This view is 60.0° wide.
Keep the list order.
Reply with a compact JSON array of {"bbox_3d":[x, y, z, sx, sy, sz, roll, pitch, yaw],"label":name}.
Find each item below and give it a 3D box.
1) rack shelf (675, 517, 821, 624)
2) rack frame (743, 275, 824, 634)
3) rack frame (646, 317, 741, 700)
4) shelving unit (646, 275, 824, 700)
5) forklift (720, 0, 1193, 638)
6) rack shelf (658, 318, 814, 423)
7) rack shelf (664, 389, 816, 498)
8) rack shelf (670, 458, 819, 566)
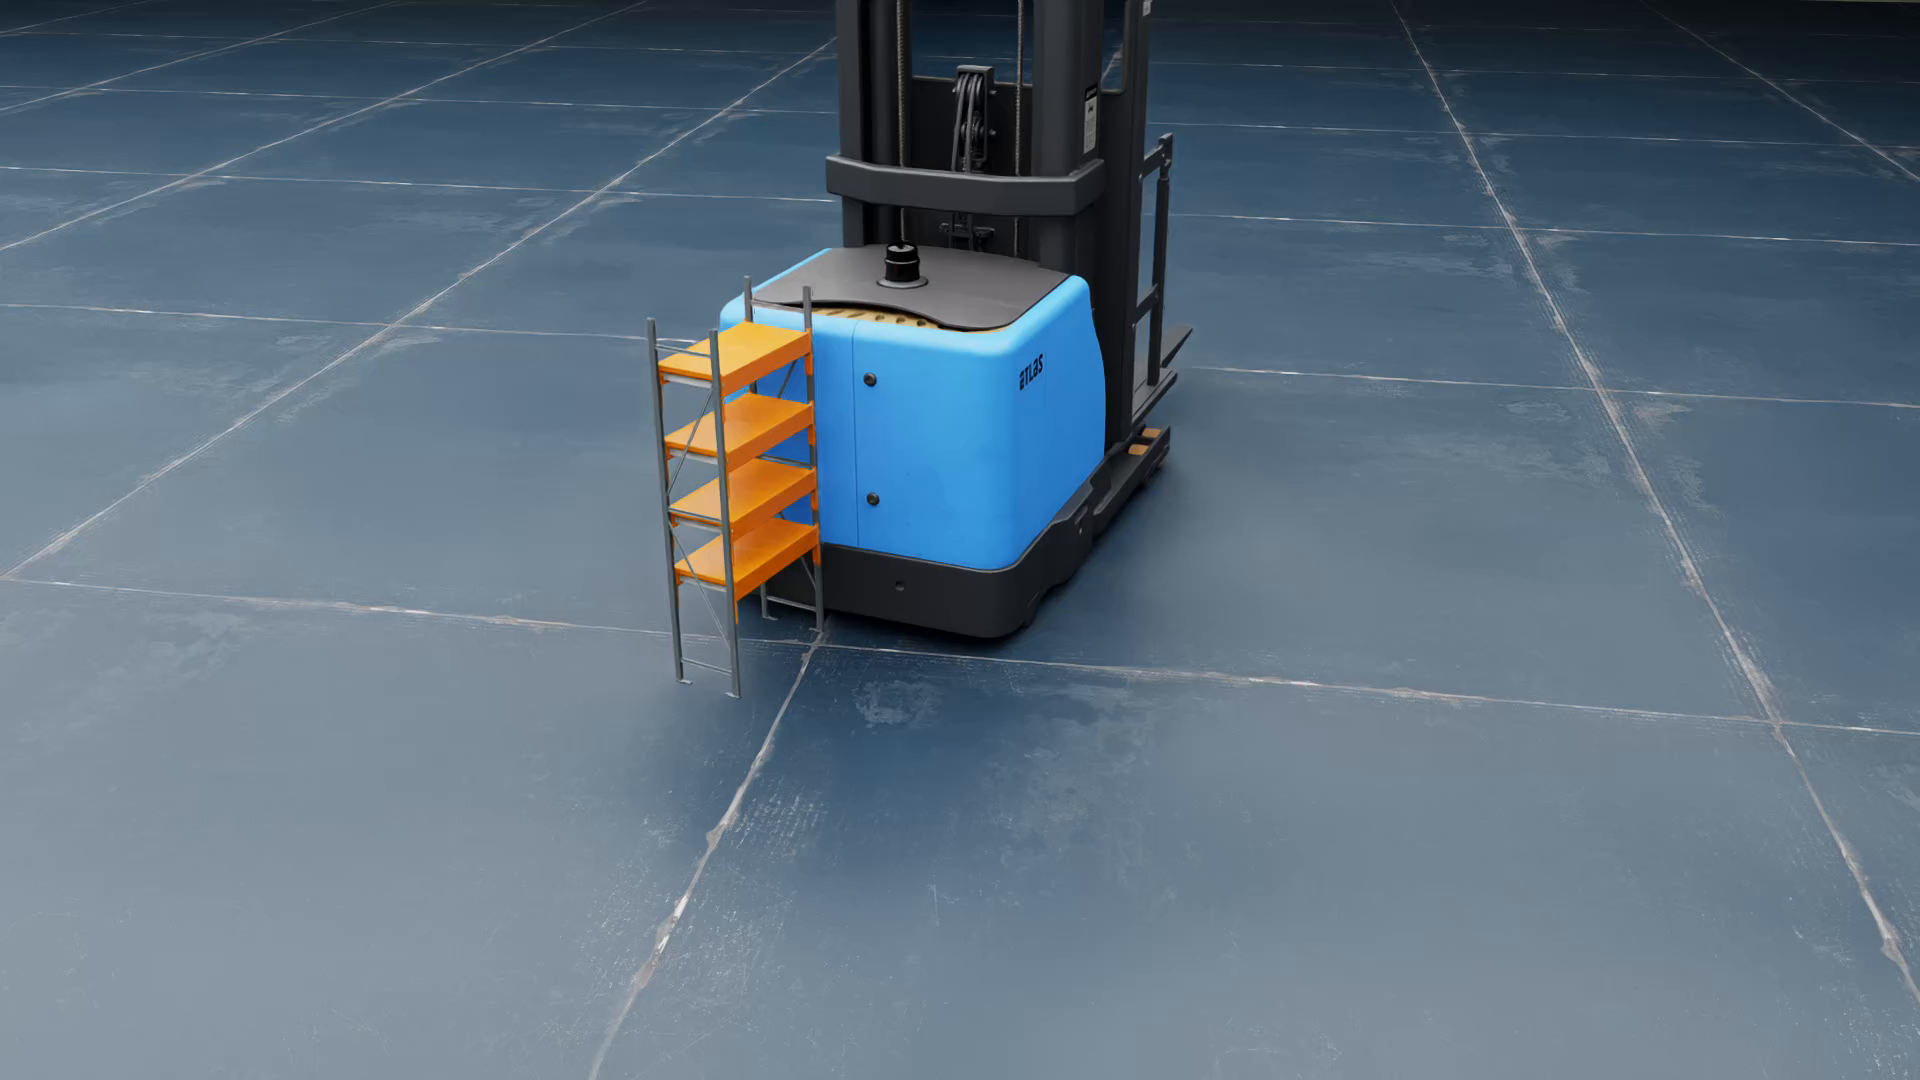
[{"bbox_3d":[-0.679,0.078,5.295,0.258,0.148,0.480,13,28,25],"label":"rack shelf"},{"bbox_3d":[-0.565,-0.254,5.378,0.240,1.200,0.015,13,28,25],"label":"rack frame"},{"bbox_3d":[-0.793,-0.071,4.987,0.240,1.200,0.015,13,28,25],"label":"rack frame"},{"bbox_3d":[-0.679,-0.163,5.183,0.258,1.200,0.503,13,28,25],"label":"shelving unit"},{"bbox_3d":[0.228,-1.608,6.229,1.130,2.935,3.031,10,27,20],"label":"forklift"},{"bbox_3d":[-0.679,-0.519,5.016,0.258,0.148,0.480,13,28,25],"label":"rack shelf"},{"bbox_3d":[-0.679,-0.304,5.116,0.258,0.148,0.480,13,28,25],"label":"rack shelf"},{"bbox_3d":[-0.679,-0.102,5.211,0.258,0.148,0.480,13,28,25],"label":"rack shelf"}]
